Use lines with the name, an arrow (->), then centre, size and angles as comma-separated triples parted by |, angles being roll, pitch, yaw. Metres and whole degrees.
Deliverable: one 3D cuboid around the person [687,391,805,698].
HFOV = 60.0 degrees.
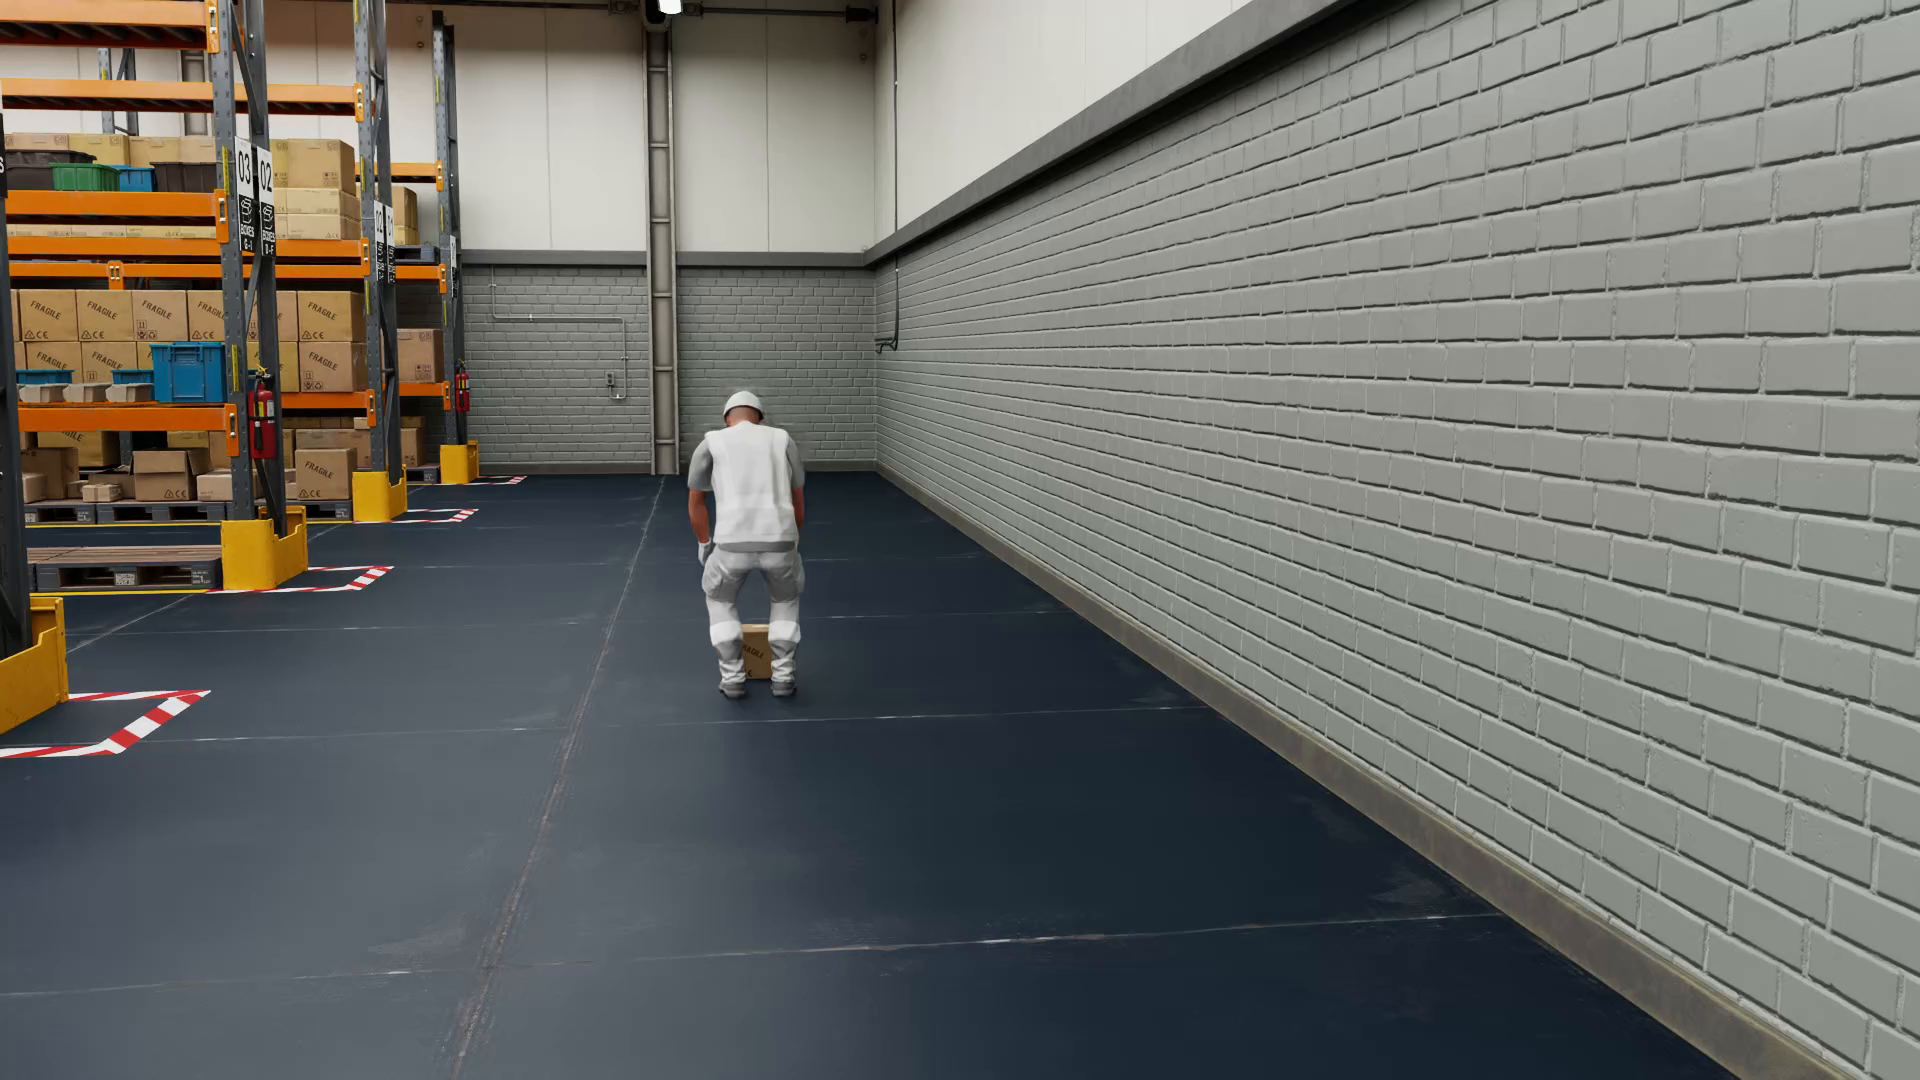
person -> -1.059, 0.014, 8.275 | 0.581, 1.500, 0.711 | -1, 6, -8
